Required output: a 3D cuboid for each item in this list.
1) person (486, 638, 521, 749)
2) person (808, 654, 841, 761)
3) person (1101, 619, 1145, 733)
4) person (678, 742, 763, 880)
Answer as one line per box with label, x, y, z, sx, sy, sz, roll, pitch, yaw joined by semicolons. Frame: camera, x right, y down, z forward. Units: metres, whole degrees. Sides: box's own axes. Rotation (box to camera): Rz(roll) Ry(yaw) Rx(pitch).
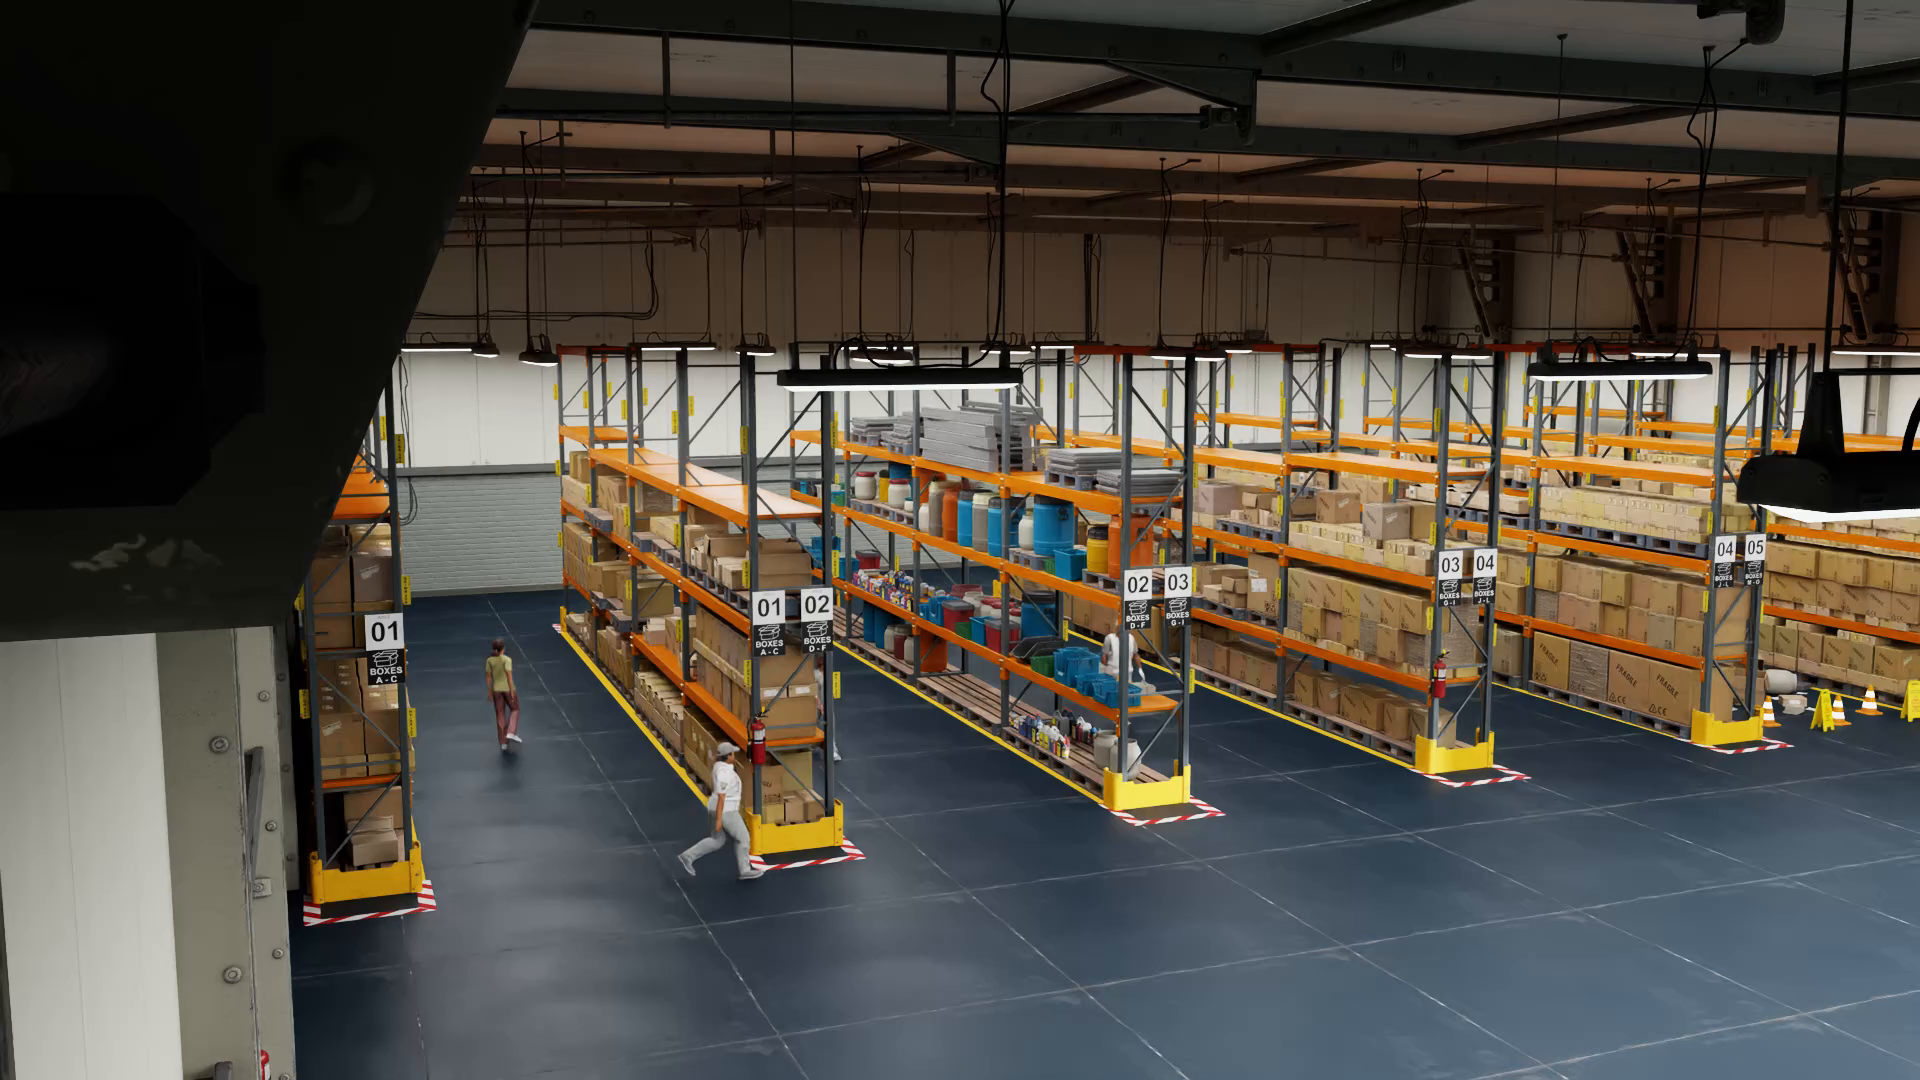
person;-6.906;2.326;25.131;0.505;1.633;0.457;-1;7;-8
person;-2.004;2.448;24.621;0.404;1.519;0.964;-4;8;-30
person;2.583;2.135;26.338;0.639;1.850;0.581;-3;8;-23
person;-2.761;3.108;19.102;0.960;1.604;0.542;-2;7;-14
